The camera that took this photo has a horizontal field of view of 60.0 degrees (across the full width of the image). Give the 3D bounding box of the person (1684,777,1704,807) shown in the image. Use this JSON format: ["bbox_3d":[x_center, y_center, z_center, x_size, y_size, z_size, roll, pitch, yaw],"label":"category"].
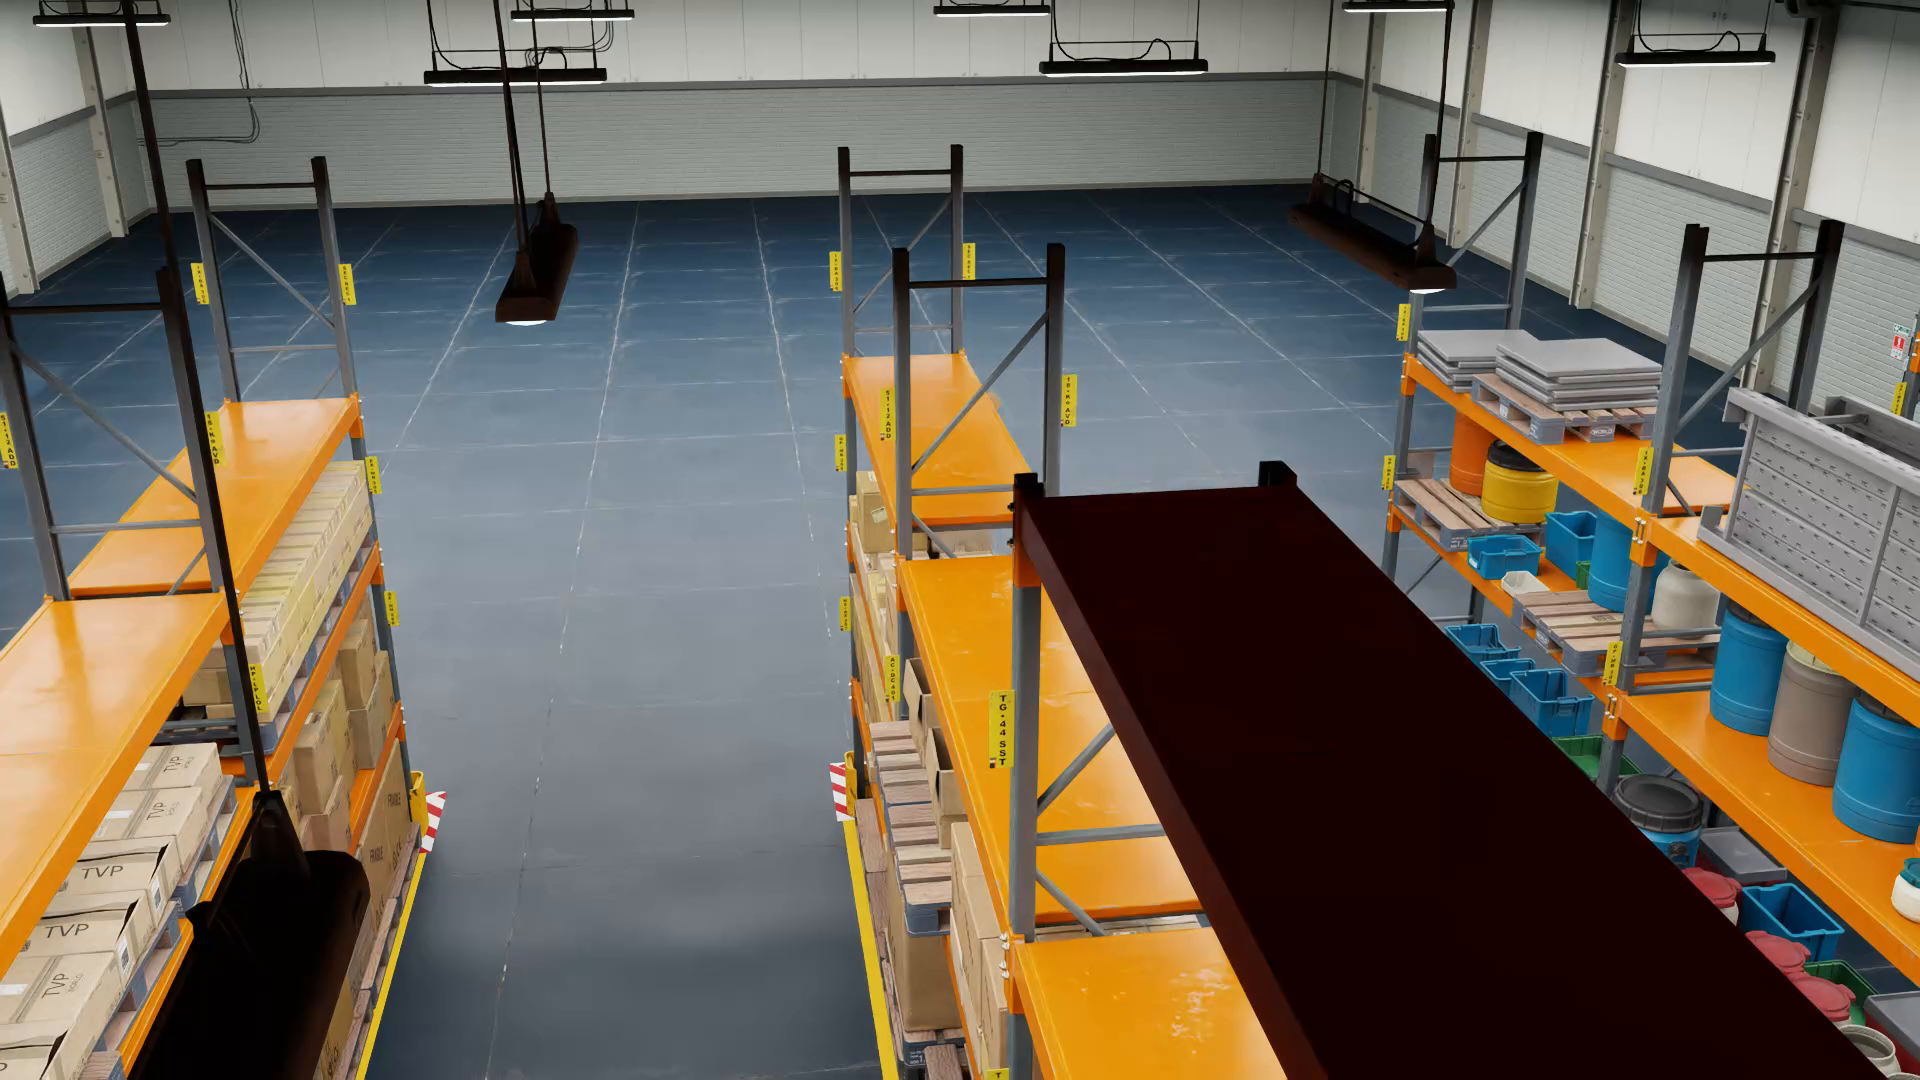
[{"bbox_3d":[6.841,1.853,14.735,0.432,1.621,0.914,-10,24,-23],"label":"person"}]
